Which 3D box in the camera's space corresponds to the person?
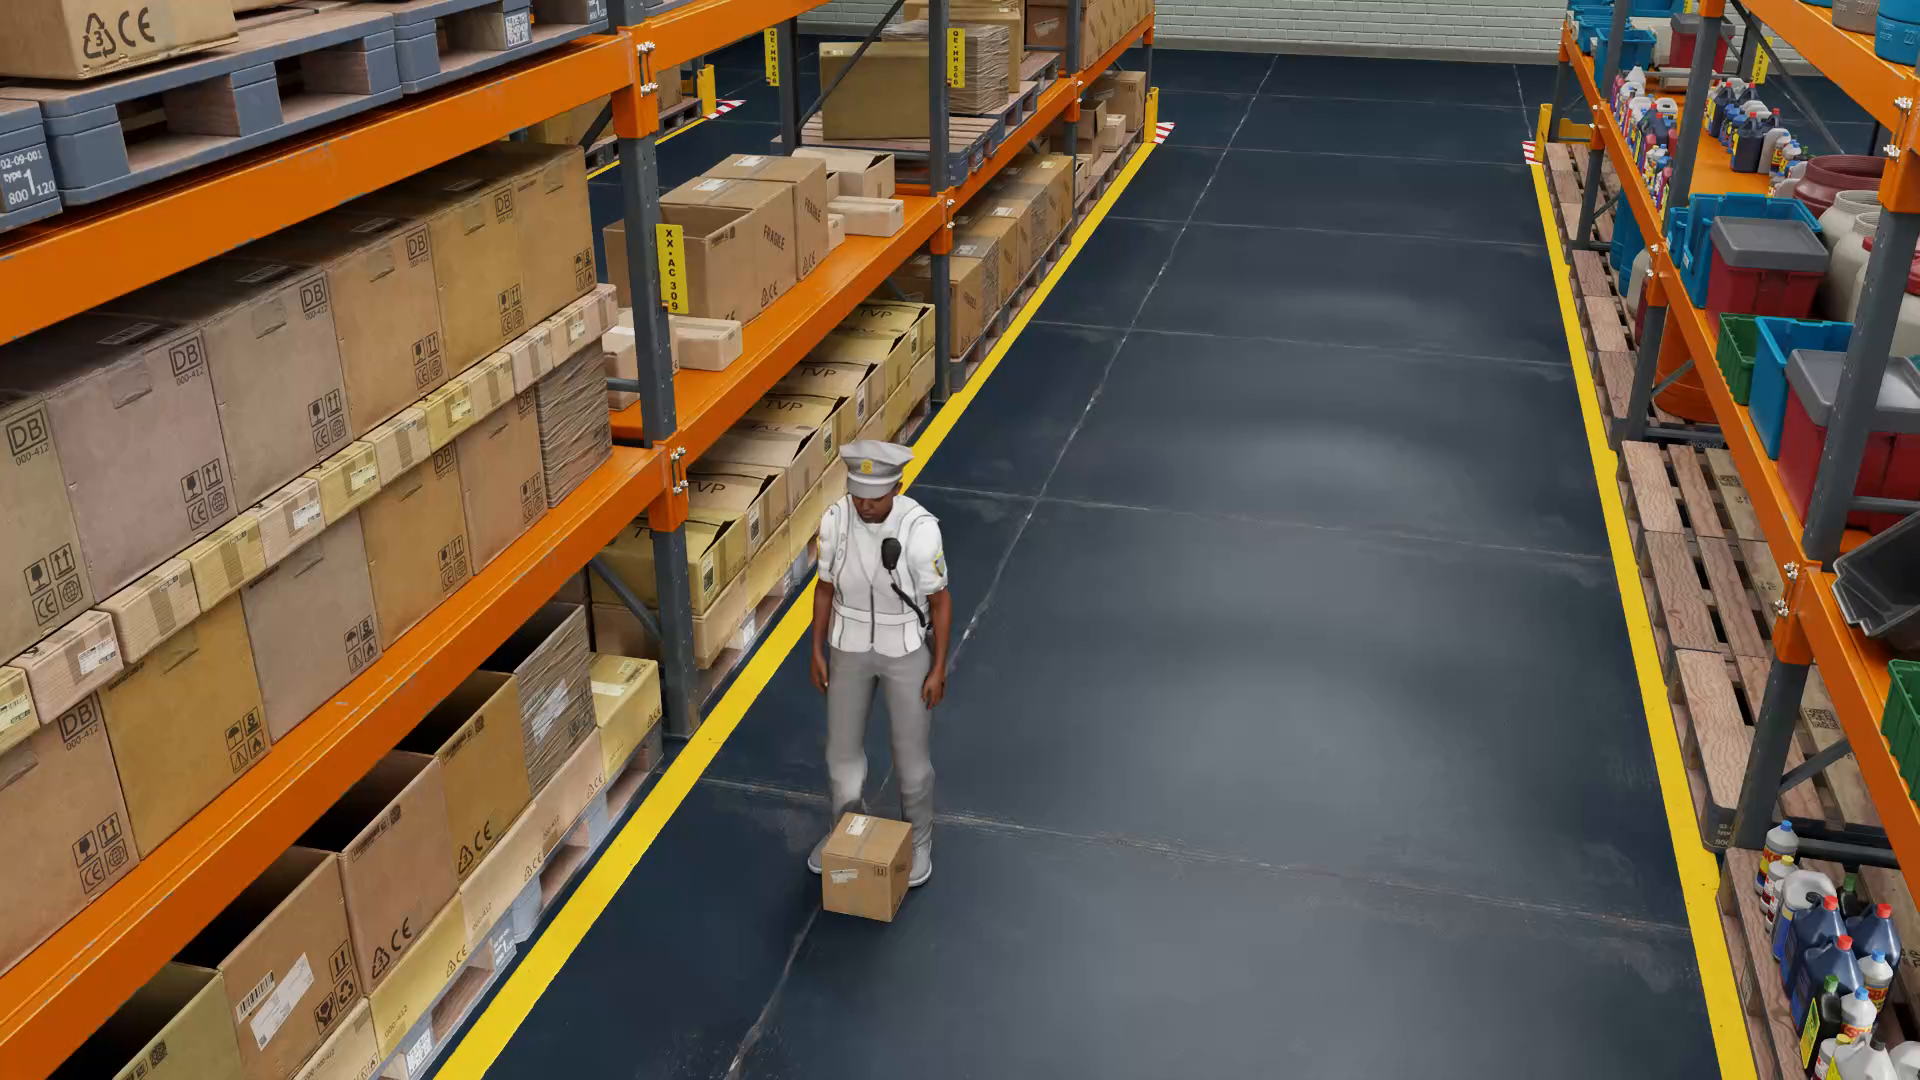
[{"bbox_3d":[-0.281,0.412,5.746,0.505,1.659,0.392,7,26,13],"label":"person"}]
